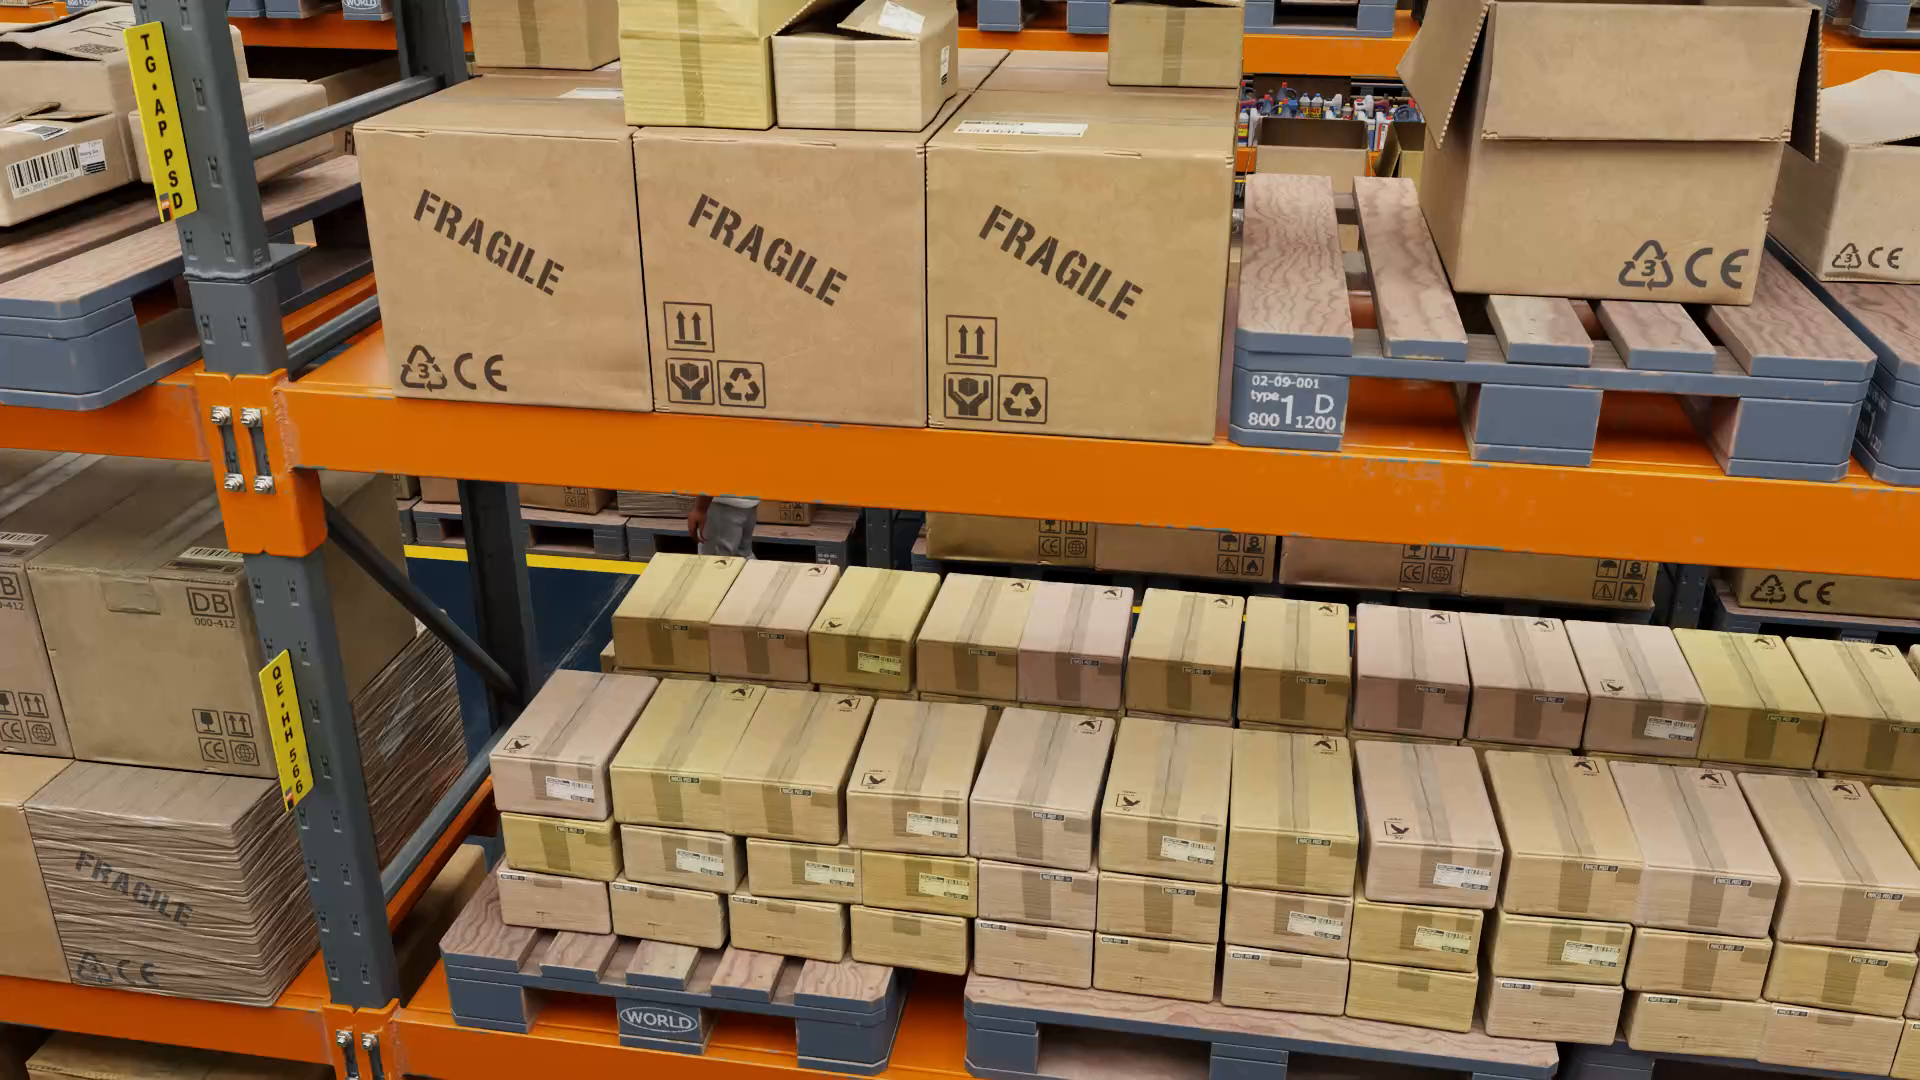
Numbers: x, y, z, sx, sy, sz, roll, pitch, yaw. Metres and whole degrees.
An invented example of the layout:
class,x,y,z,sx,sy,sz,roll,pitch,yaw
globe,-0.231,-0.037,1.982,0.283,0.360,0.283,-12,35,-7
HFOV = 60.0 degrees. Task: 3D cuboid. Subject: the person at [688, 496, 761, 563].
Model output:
class,x,y,z,sx,sy,sz,roll,pitch,yaw
person,-1.093,-0.242,7.608,0.463,1.760,0.631,5,25,11
